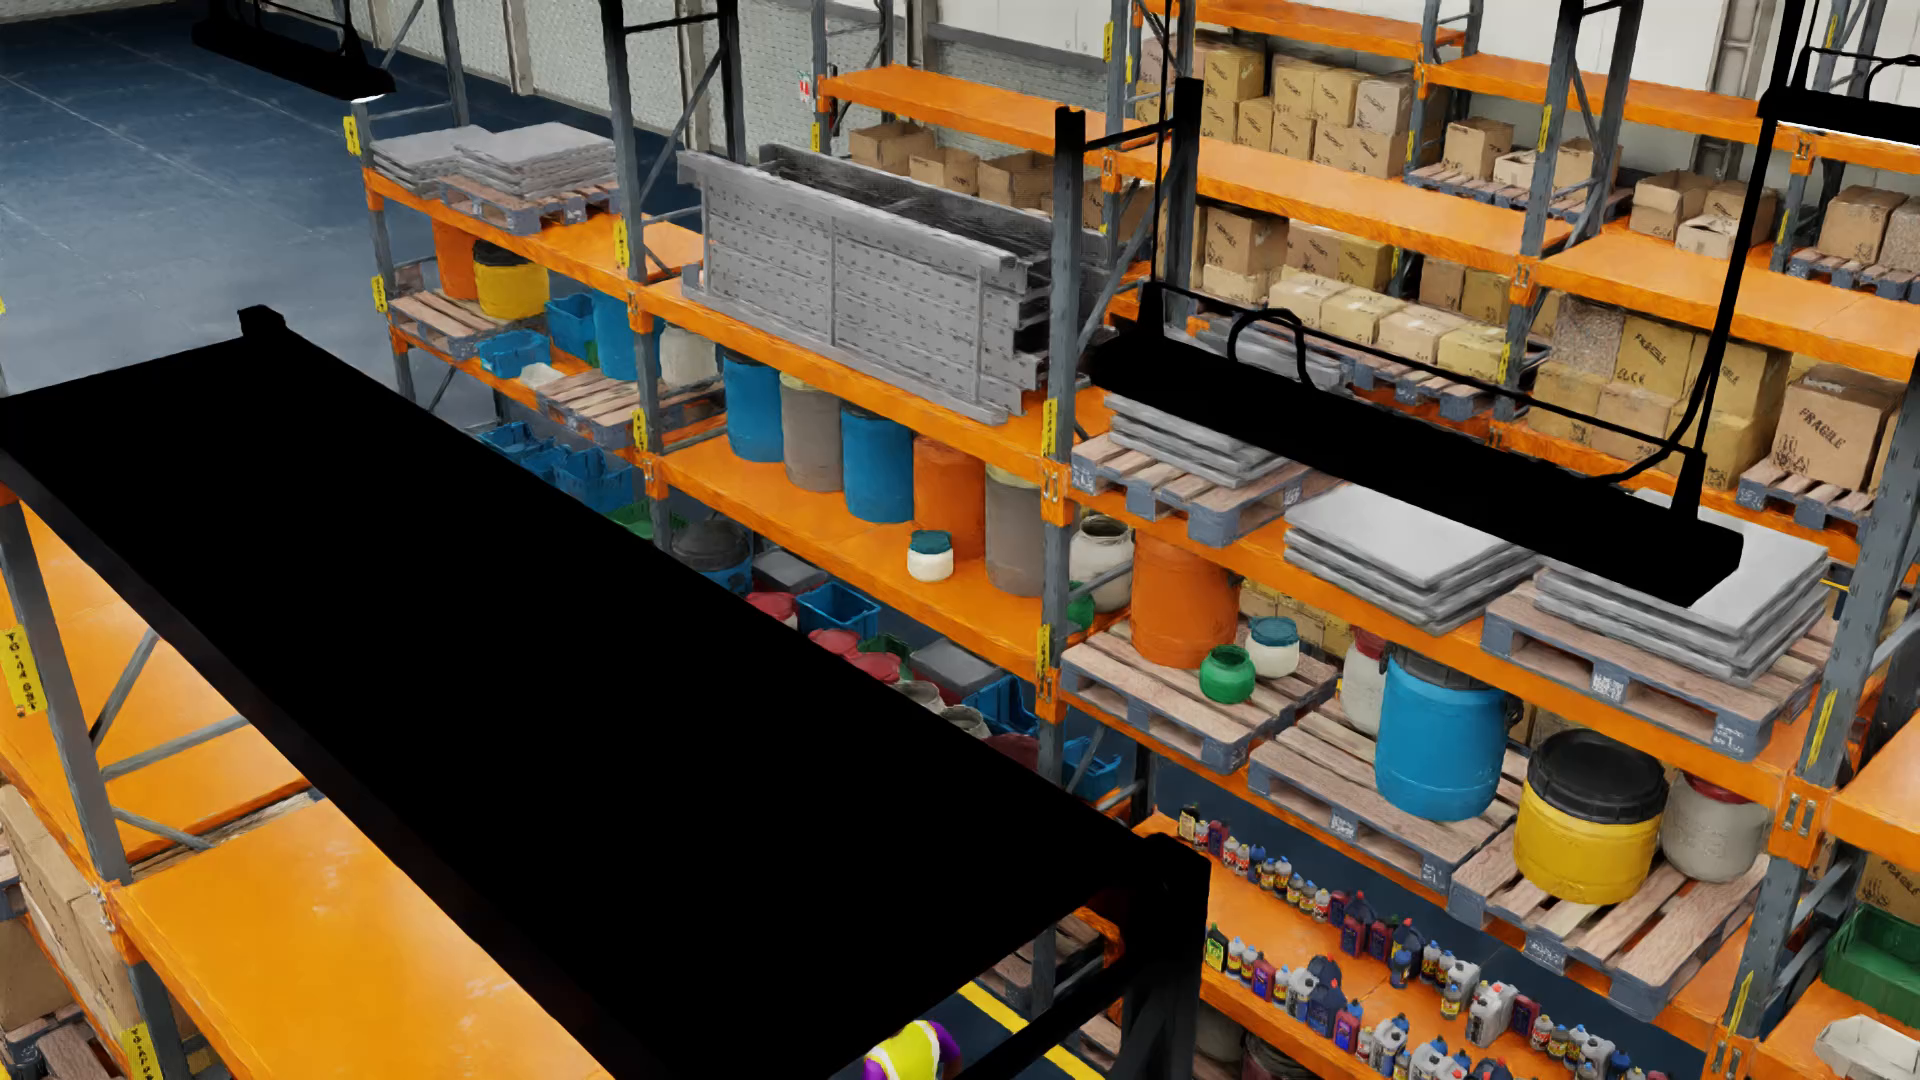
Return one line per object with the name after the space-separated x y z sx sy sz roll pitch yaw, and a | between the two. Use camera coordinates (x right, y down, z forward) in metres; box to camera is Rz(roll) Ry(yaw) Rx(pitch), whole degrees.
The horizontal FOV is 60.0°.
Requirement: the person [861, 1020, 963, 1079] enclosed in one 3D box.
-0.293 3.182 9.129 0.578 1.714 0.719 25 37 38 | person
